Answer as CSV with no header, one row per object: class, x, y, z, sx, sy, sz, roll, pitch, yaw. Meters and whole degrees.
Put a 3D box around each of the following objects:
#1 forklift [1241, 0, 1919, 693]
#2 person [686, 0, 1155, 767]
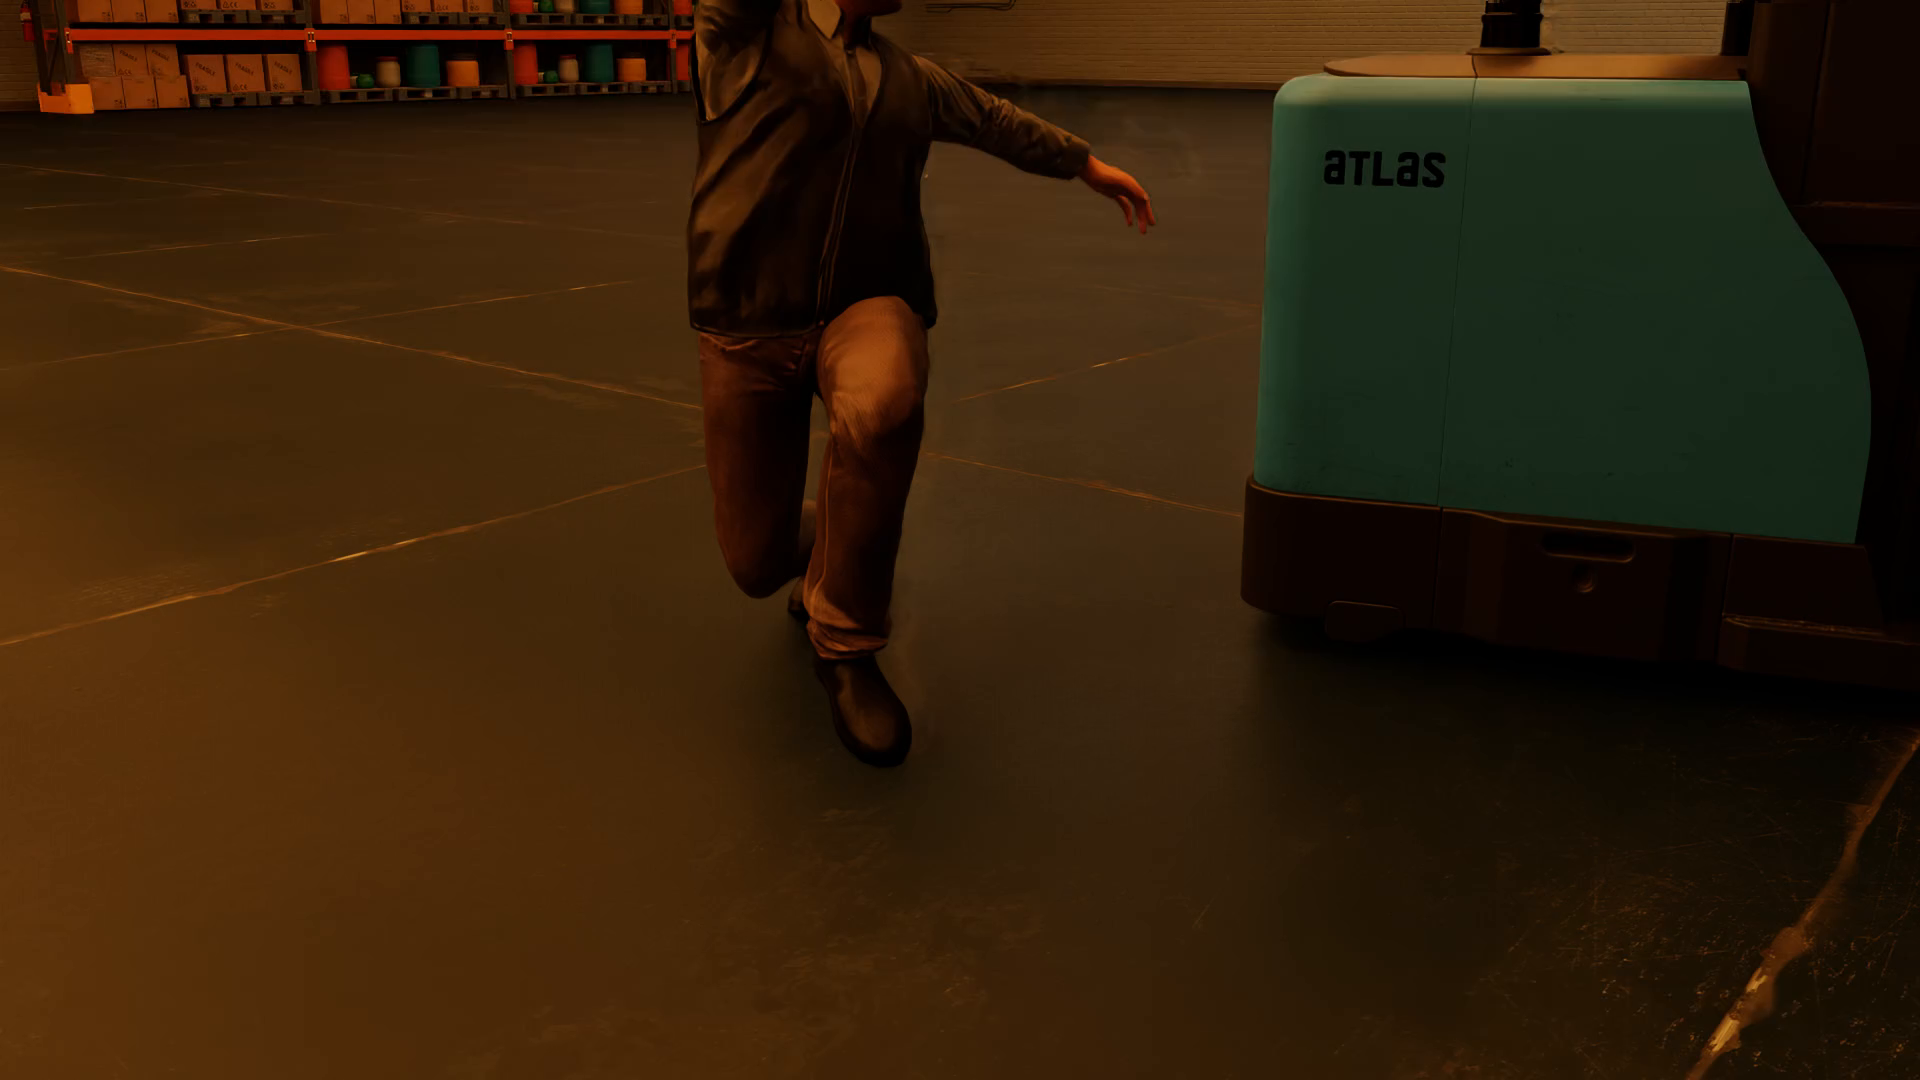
forklift,2.133,-1.190,2.817,3.031,2.935,1.130,6,18,19
person,-0.005,-0.454,2.993,0.958,1.429,0.953,-3,17,-11
